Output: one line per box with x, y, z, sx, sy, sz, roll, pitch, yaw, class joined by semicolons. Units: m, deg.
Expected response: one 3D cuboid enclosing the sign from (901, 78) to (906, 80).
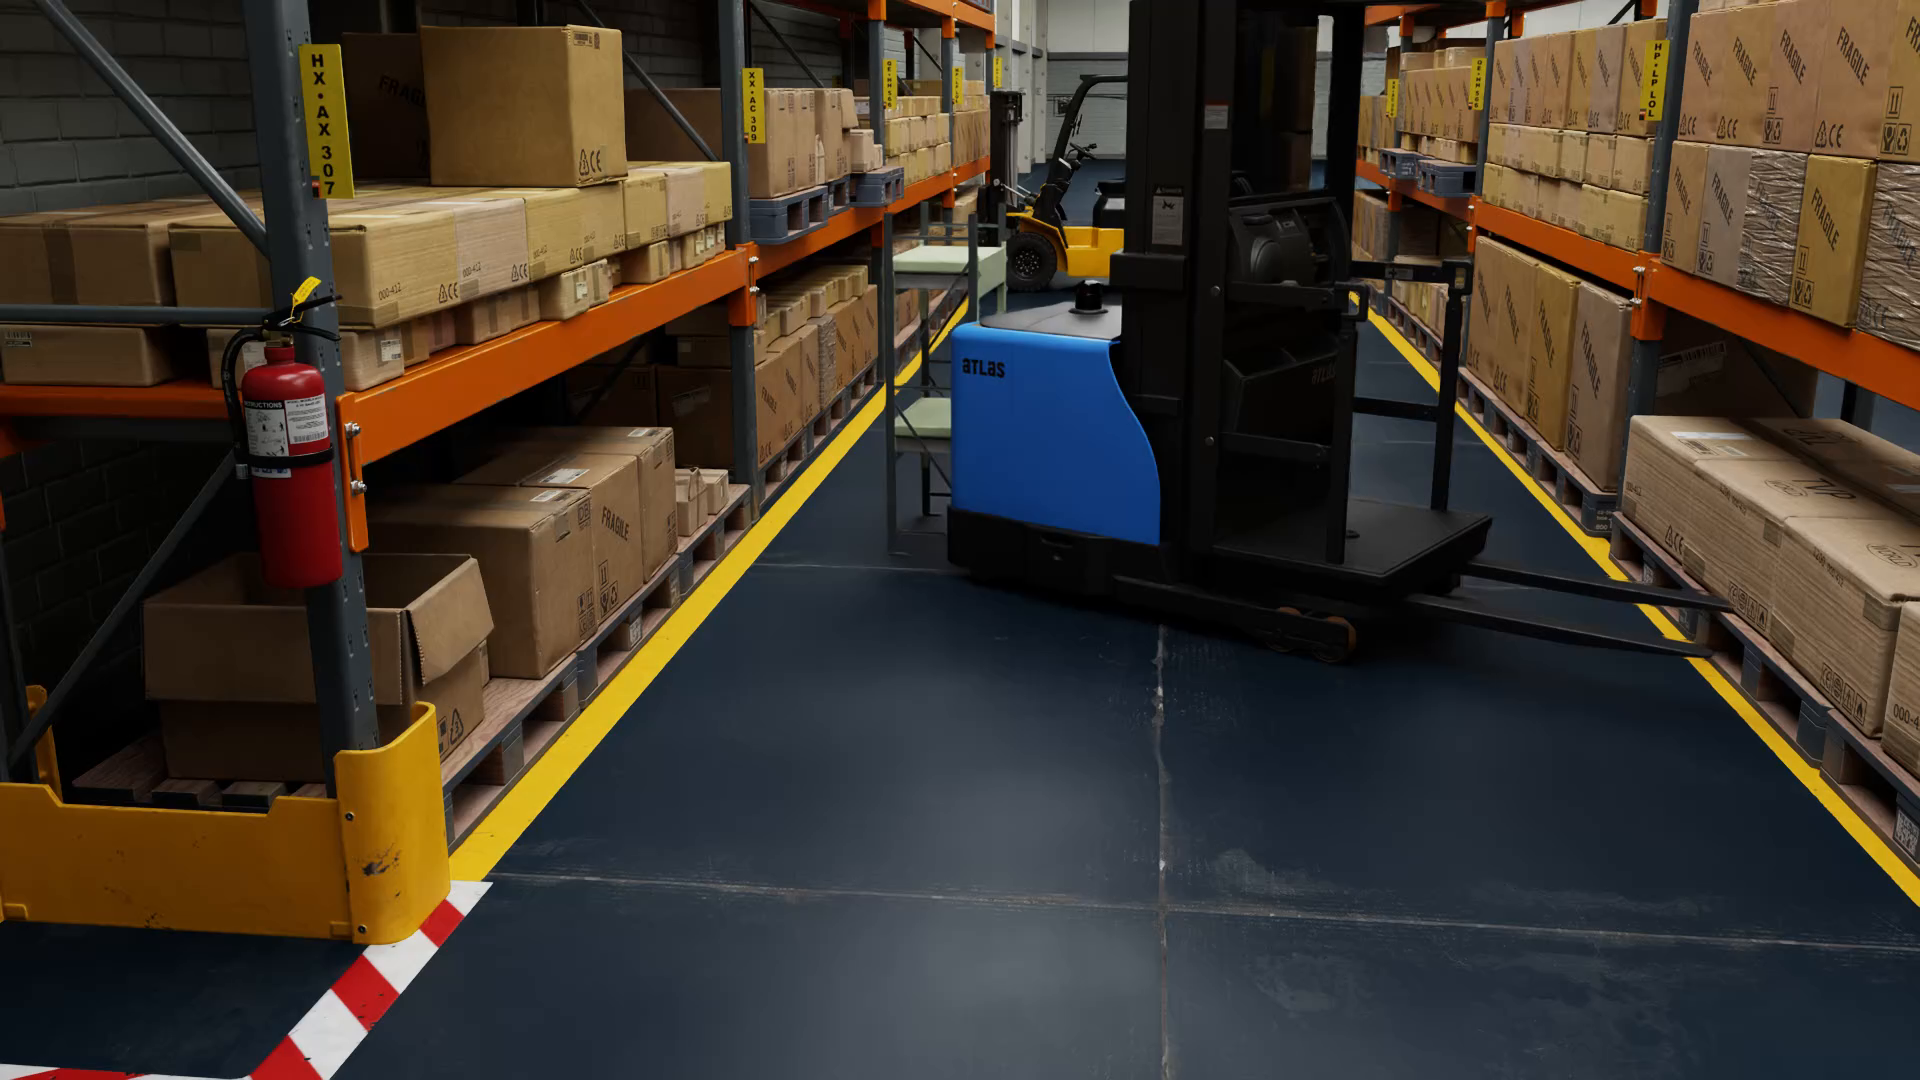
-0.665;-5.130;19.077;0.100;0.325;0.005;2;15;6;sign

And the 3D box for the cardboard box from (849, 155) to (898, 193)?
-0.724;-2.616;11.879;0.500;0.250;0.500;2;15;6;cardboard box

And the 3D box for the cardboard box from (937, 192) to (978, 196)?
-0.020;-3.490;17.371;0.500;0.250;0.500;1;15;5;cardboard box

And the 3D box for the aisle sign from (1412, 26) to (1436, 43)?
5.113;-5.773;18.285;0.394;0.787;0.004;2;15;6;aisle sign

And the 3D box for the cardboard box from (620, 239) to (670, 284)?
-1.324;-1.062;6.323;0.380;0.149;0.250;1;15;5;cardboard box

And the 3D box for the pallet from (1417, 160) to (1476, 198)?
3.890;-2.531;11.644;1.213;0.211;1.003;2;15;6;pallet

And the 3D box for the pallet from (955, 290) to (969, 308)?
-0.434;-2.477;16.419;1.003;0.211;1.213;2;15;6;pallet

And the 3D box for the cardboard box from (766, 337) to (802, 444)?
-1.140;-0.797;8.847;0.500;0.500;0.500;1;15;6;cardboard box

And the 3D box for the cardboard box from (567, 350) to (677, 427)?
-1.707;-0.676;8.399;0.500;0.500;0.500;2;15;6;cardboard box

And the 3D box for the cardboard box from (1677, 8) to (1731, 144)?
3.169;-1.813;6.513;0.500;0.500;0.500;2;15;7;cardboard box

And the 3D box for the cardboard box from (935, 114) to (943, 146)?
-0.418;-3.519;14.259;0.500;0.250;0.500;1;15;5;cardboard box

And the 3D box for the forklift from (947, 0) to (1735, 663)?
1.429;-1.127;6.216;3.031;2.935;1.130;11;19;36;forklift

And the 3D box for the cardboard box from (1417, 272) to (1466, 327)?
4.155;-1.904;13.188;0.950;0.372;0.625;2;15;8;cardboard box

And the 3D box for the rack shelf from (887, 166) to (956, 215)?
-0.792;-2.752;13.473;1.077;0.370;4.000;2;15;6;rack shelf

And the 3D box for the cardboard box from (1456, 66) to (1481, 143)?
3.690;-2.956;11.283;0.500;0.500;0.500;1;15;5;cardboard box

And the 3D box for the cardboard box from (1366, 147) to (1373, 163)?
4.263;-3.841;16.602;0.380;0.149;0.250;2;15;7;cardboard box

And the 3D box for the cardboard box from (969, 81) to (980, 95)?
0.010;-4.728;17.396;0.380;0.149;0.250;2;15;7;cardboard box

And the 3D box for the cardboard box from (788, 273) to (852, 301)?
-0.895;-1.616;10.633;0.380;0.149;0.250;1;15;4;cardboard box

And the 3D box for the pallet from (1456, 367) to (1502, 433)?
3.751;-0.887;10.539;1.003;0.211;1.213;2;15;6;pallet

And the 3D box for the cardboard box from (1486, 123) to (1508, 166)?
3.613;-2.481;10.419;0.500;0.250;0.500;2;15;6;cardboard box

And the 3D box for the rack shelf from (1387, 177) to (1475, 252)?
4.141;-2.607;12.936;1.077;0.370;4.000;2;15;6;rack shelf

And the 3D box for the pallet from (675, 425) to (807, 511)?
-1.414;-0.409;8.772;1.003;0.211;1.213;2;15;6;pallet

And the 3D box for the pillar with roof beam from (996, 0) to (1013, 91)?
5.220;-11.940;34.577;9.100;9.000;0.400;2;15;6;pillar with roof beam

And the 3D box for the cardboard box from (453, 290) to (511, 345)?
-1.543;-0.662;4.846;0.380;0.149;0.250;2;15;8;cardboard box

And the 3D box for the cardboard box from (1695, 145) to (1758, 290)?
3.090;-1.202;6.170;0.500;0.500;0.500;2;15;7;cardboard box

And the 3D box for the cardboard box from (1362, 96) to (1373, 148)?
4.328;-4.189;16.646;0.500;0.500;0.500;1;15;5;cardboard box

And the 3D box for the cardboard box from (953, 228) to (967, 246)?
-0.205;-2.852;15.966;0.500;0.250;0.500;2;15;6;cardboard box

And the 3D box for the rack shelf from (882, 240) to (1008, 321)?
-0.055;-1.122;7.444;0.431;0.370;0.720;3;15;11;rack shelf

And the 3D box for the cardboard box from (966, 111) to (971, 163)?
-0.158;-4.041;16.669;0.500;0.500;0.500;2;15;6;cardboard box

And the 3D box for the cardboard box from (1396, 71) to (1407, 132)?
4.029;-3.755;14.235;0.500;0.500;0.500;2;15;8;cardboard box

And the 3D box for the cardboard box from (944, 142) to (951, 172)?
-0.363;-3.408;14.805;0.500;0.250;0.500;2;15;8;cardboard box

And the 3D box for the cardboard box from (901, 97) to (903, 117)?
-0.641;-3.287;12.638;0.380;0.149;0.250;2;15;7;cardboard box

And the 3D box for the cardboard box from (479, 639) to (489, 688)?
-1.670;0.402;5.084;0.380;0.149;0.250;1;15;4;cardboard box

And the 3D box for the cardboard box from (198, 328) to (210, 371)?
-2.059;-0.543;4.404;0.380;0.149;0.250;2;15;8;cardboard box

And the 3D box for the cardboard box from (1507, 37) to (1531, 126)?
3.570;-2.717;9.857;0.500;0.500;0.500;2;15;6;cardboard box

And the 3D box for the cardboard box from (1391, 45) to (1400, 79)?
4.913;-4.915;17.416;0.700;0.500;0.500;2;15;7;cardboard box

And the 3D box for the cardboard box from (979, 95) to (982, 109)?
0.035;-4.786;18.183;0.380;0.149;0.250;2;15;7;cardboard box

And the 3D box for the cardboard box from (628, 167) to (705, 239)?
-1.325;-1.345;6.607;0.500;0.250;0.500;2;15;6;cardboard box

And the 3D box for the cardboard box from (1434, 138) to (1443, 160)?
3.714;-2.884;12.259;0.380;0.149;0.250;2;15;7;cardboard box

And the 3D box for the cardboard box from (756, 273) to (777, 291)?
-1.391;-1.629;10.682;0.380;0.149;0.250;2;15;7;cardboard box

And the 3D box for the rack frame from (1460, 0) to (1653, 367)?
3.915;-2.436;10.924;1.000;3.000;0.127;2;15;6;rack frame

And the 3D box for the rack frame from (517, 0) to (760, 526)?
-1.469;-1.544;7.624;1.000;3.000;0.127;2;15;6;rack frame

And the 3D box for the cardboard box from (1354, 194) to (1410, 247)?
4.331;-3.275;17.054;0.500;0.500;0.500;2;15;7;cardboard box

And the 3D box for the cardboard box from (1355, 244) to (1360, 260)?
4.338;-2.911;17.144;0.500;0.250;0.500;3;15;10;cardboard box

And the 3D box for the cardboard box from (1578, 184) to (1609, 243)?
3.323;-1.582;8.053;0.500;0.250;0.500;1;15;5;cardboard box

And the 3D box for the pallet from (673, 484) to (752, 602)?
-1.547;-0.019;7.329;1.003;0.211;1.213;2;15;6;pallet

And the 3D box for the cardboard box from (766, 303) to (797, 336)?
-1.109;-1.214;9.147;0.380;0.149;0.250;2;15;6;cardboard box

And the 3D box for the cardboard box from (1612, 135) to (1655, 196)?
3.272;-1.689;7.491;0.500;0.250;0.500;2;15;6;cardboard box

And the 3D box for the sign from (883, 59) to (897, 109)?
-0.477;-3.088;11.270;0.100;0.325;0.005;2;15;6;sign

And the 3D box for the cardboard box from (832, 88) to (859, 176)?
-1.018;-2.405;9.807;0.797;0.503;0.637;1;15;5;cardboard box

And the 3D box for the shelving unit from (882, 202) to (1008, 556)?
-0.055;-0.746;7.546;0.431;1.500;0.755;3;15;11;shelving unit

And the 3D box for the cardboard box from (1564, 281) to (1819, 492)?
3.454;-0.739;7.913;0.875;0.875;0.875;2;15;8;cardboard box

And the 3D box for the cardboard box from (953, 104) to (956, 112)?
-0.241;-4.122;15.725;0.380;0.149;0.250;2;15;8;cardboard box
